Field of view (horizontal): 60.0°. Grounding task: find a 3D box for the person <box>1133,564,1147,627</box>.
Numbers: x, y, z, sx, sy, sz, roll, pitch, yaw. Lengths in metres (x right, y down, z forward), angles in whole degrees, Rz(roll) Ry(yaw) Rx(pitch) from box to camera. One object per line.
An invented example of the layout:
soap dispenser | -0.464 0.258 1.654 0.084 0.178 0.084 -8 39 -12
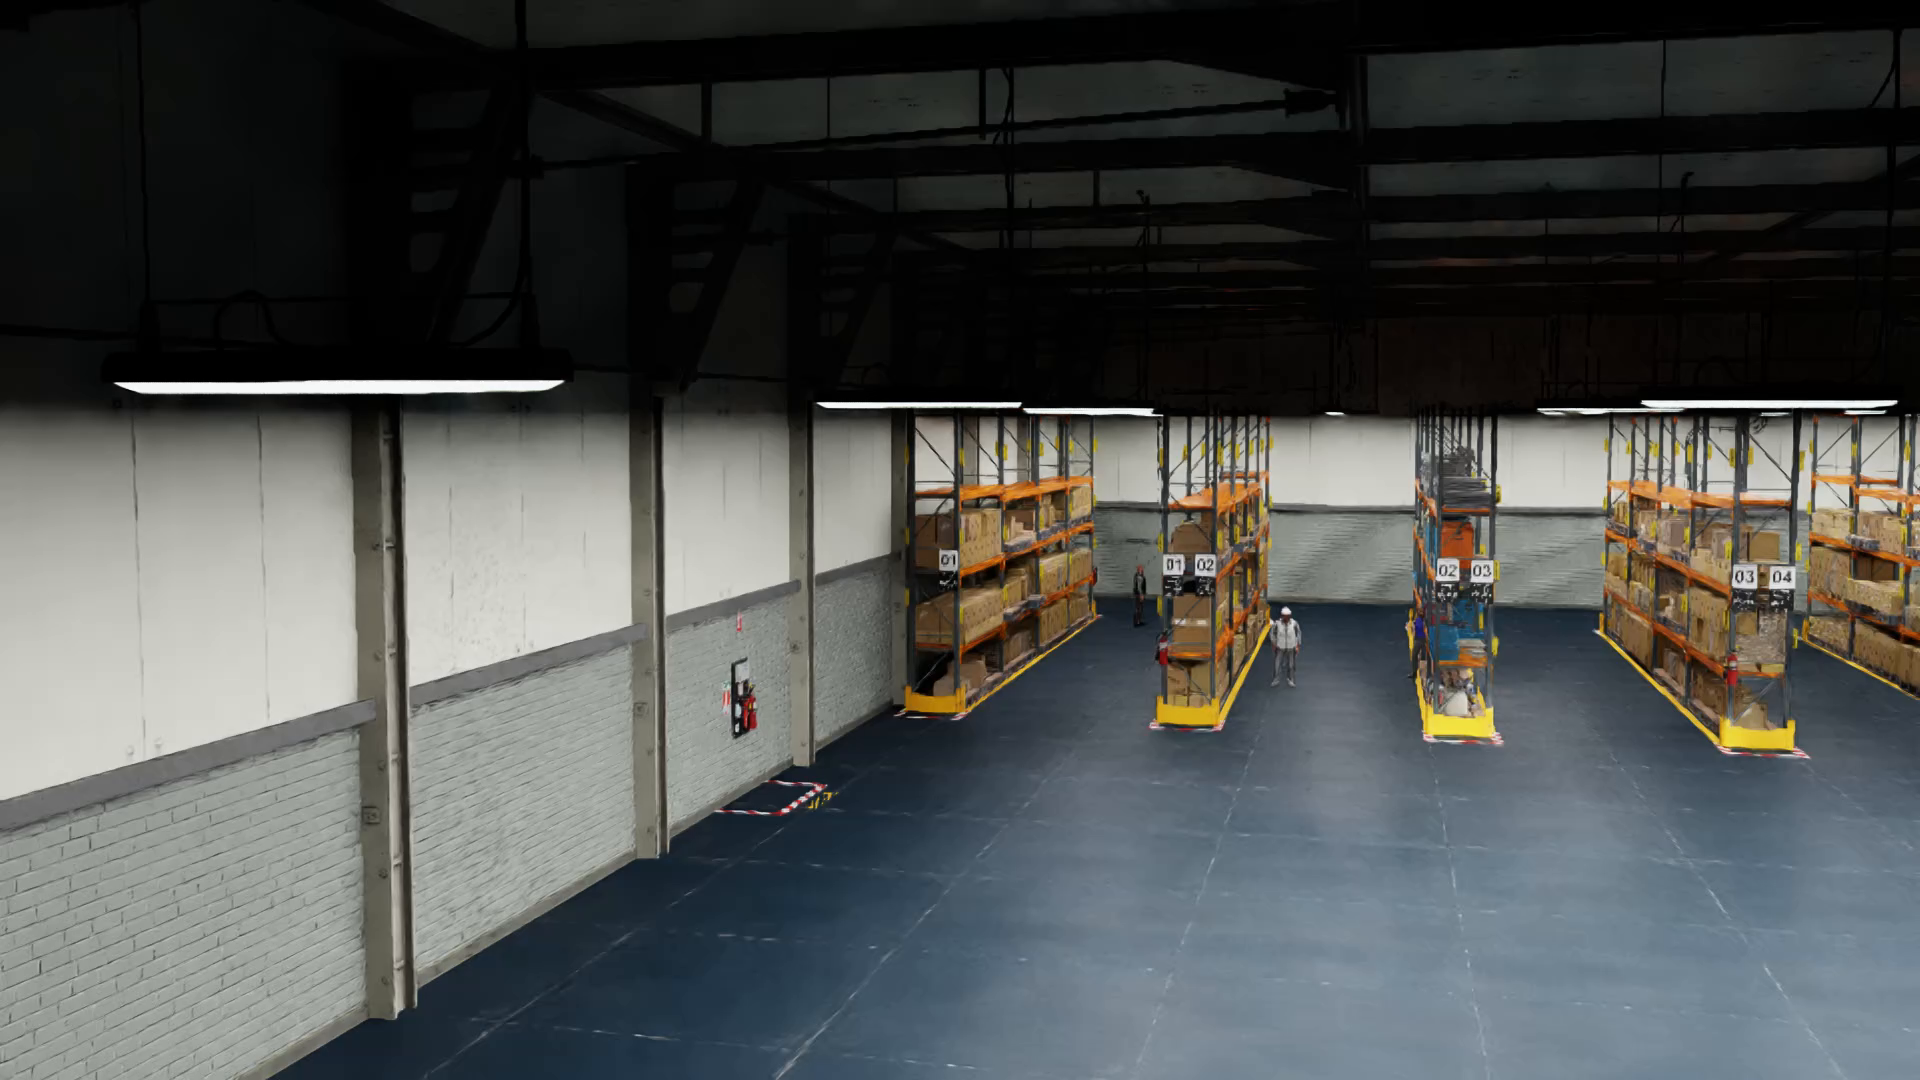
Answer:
person | 4.967 1.505 45.831 0.386 1.727 0.654 0 4 5

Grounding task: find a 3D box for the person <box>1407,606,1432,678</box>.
person | 10.277 2.241 36.773 0.505 1.600 0.949 3 5 36

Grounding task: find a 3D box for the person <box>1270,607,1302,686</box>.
person | 6.977 2.274 35.631 0.677 1.726 0.574 1 4 11
